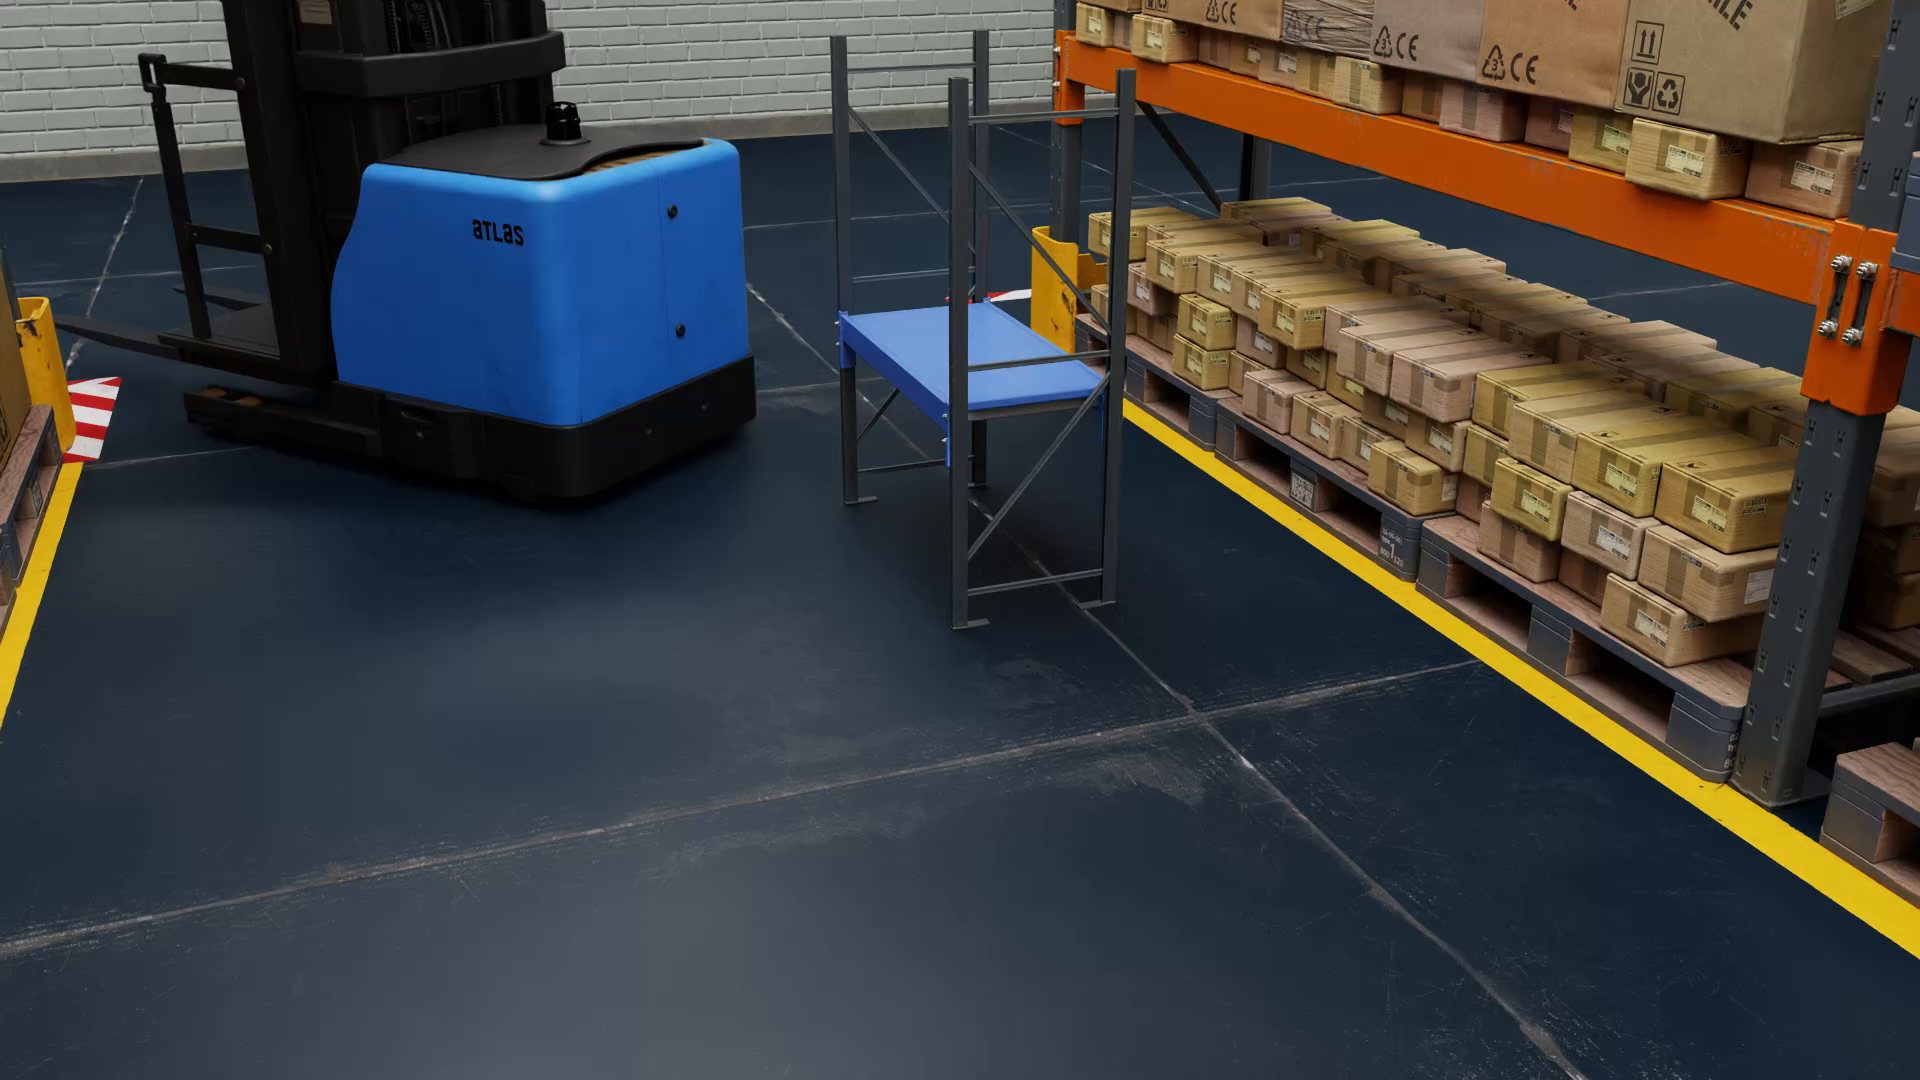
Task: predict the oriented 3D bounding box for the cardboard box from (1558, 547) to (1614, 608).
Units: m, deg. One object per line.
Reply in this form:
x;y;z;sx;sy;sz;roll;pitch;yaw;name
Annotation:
1.813;0.064;4.365;0.380;0.149;0.250;-8;24;-18;cardboard box

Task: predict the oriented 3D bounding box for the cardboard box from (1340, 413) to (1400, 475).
1.432;-0.310;5.253;0.380;0.149;0.250;-8;24;-18;cardboard box

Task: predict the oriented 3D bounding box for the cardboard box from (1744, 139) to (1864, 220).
1.964;-0.810;3.633;0.380;0.149;0.250;-9;24;-20;cardboard box

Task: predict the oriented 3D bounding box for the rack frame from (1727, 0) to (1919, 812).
2.284;-0.854;3.415;1.000;3.000;0.127;-8;24;-19;rack frame

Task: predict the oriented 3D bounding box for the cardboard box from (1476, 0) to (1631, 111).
1.666;-1.363;4.110;0.500;0.500;0.500;-9;24;-20;cardboard box

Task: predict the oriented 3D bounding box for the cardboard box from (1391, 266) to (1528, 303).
1.709;-0.824;5.708;0.380;0.149;0.250;-9;25;-21;cardboard box

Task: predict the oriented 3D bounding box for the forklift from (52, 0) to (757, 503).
-2.289;-1.873;5.921;3.031;2.935;1.130;12;26;27;forklift

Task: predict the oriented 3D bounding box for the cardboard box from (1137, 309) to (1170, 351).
0.925;-0.869;6.580;0.380;0.149;0.250;-8;24;-19;cardboard box

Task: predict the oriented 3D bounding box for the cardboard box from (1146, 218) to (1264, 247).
0.948;-1.141;6.459;0.380;0.149;0.250;-8;24;-18;cardboard box

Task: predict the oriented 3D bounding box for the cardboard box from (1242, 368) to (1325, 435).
1.193;-0.490;5.680;0.380;0.149;0.250;-10;25;-22;cardboard box

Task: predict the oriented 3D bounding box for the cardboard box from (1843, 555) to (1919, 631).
2.456;0.090;4.305;0.380;0.149;0.250;-9;25;-21;cardboard box

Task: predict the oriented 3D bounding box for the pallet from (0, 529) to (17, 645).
-3.022;0.344;4.163;1.003;0.211;1.213;-8;24;-19;pallet

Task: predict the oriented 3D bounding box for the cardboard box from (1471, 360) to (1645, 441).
1.674;-0.384;4.662;0.380;0.149;0.250;-8;24;-17;cardboard box

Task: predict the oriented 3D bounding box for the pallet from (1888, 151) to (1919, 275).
2.418;-0.468;2.746;1.003;0.211;1.213;-8;24;-19;pallet

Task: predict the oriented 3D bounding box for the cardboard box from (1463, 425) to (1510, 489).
1.660;-0.238;4.700;0.380;0.149;0.250;-8;24;-19;cardboard box

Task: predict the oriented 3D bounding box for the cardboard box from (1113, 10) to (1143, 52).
0.807;-1.942;6.320;0.380;0.149;0.250;-7;24;-17;cardboard box

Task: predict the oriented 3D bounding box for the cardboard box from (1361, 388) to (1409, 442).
1.476;-0.428;5.151;0.380;0.149;0.250;-10;25;-21;cardboard box

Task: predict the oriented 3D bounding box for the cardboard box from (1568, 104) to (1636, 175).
1.732;-0.994;4.070;0.380;0.149;0.250;-7;24;-17;cardboard box

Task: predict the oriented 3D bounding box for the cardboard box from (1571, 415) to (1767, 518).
1.787;-0.189;4.201;0.380;0.149;0.250;-8;24;-18;cardboard box

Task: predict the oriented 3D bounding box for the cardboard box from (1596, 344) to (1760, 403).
2.065;-0.447;4.812;0.380;0.149;0.250;-9;24;-20;cardboard box

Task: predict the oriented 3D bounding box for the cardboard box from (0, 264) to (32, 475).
-3.504;-0.657;5.141;0.875;0.875;0.875;-8;24;-19;cardboard box

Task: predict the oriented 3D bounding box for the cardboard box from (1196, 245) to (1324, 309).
1.082;-0.953;6.013;0.380;0.149;0.250;-10;25;-22;cardboard box

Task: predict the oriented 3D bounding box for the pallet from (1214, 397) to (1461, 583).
1.579;-0.252;5.577;1.003;0.211;1.213;-8;24;-19;pallet

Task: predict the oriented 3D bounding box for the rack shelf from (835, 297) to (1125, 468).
0.030;-0.494;4.955;0.538;0.185;1.000;-8;24;-19;rack shelf

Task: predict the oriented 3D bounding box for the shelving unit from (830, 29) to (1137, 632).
0.030;-0.660;4.885;0.538;1.500;1.048;-8;24;-19;shelving unit

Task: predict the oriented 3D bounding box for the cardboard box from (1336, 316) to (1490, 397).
1.385;-0.566;5.094;0.380;0.149;0.250;-9;25;-21;cardboard box

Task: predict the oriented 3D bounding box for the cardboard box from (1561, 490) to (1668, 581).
1.768;-0.039;4.226;0.380;0.149;0.250;-10;25;-22;cardboard box

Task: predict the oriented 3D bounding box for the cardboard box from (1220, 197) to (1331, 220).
1.295;-1.304;6.846;0.380;0.149;0.250;-8;24;-18;cardboard box

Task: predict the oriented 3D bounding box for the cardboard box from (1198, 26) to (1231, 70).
1.072;-1.762;5.892;0.380;0.149;0.250;-7;24;-17;cardboard box

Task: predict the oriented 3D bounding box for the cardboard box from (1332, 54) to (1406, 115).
1.344;-1.368;4.958;0.380;0.149;0.250;-8;24;-18;cardboard box

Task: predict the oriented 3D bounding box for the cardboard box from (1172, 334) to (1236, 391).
1.007;-0.672;6.112;0.380;0.149;0.250;-8;24;-18;cardboard box

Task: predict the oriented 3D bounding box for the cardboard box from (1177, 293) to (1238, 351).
1.018;-0.807;6.049;0.380;0.149;0.250;-8;24;-17;cardboard box

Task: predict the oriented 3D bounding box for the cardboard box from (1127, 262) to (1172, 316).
0.860;-0.992;6.488;0.380;0.149;0.250;-8;24;-19;cardboard box

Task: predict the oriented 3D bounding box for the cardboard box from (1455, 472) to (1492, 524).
1.680;-0.135;4.839;0.380;0.149;0.250;-9;24;-20;cardboard box

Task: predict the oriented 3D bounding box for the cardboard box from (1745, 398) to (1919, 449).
2.314;-0.270;4.392;0.380;0.149;0.250;-7;24;-16;cardboard box

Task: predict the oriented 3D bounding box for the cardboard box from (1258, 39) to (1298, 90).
1.206;-1.566;5.428;0.380;0.149;0.250;-9;24;-20;cardboard box

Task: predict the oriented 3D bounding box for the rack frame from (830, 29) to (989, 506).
-0.149;-0.845;5.323;0.500;1.500;0.032;-8;24;-19;rack frame

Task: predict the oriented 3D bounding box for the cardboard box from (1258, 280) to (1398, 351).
1.221;-0.749;5.529;0.380;0.149;0.250;-8;24;-18;cardboard box

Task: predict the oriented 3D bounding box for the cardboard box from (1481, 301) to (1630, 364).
1.878;-0.638;5.266;0.380;0.149;0.250;-9;25;-21;cardboard box

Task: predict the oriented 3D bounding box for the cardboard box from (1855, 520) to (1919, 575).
2.455;-0.047;4.246;0.380;0.149;0.250;-7;24;-17;cardboard box

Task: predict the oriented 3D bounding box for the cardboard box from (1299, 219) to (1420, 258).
1.540;-1.128;6.428;0.380;0.149;0.250;-9;24;-20;cardboard box

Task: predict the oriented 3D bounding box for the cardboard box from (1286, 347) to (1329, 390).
1.335;-0.631;5.631;0.380;0.149;0.250;-7;24;-16;cardboard box
